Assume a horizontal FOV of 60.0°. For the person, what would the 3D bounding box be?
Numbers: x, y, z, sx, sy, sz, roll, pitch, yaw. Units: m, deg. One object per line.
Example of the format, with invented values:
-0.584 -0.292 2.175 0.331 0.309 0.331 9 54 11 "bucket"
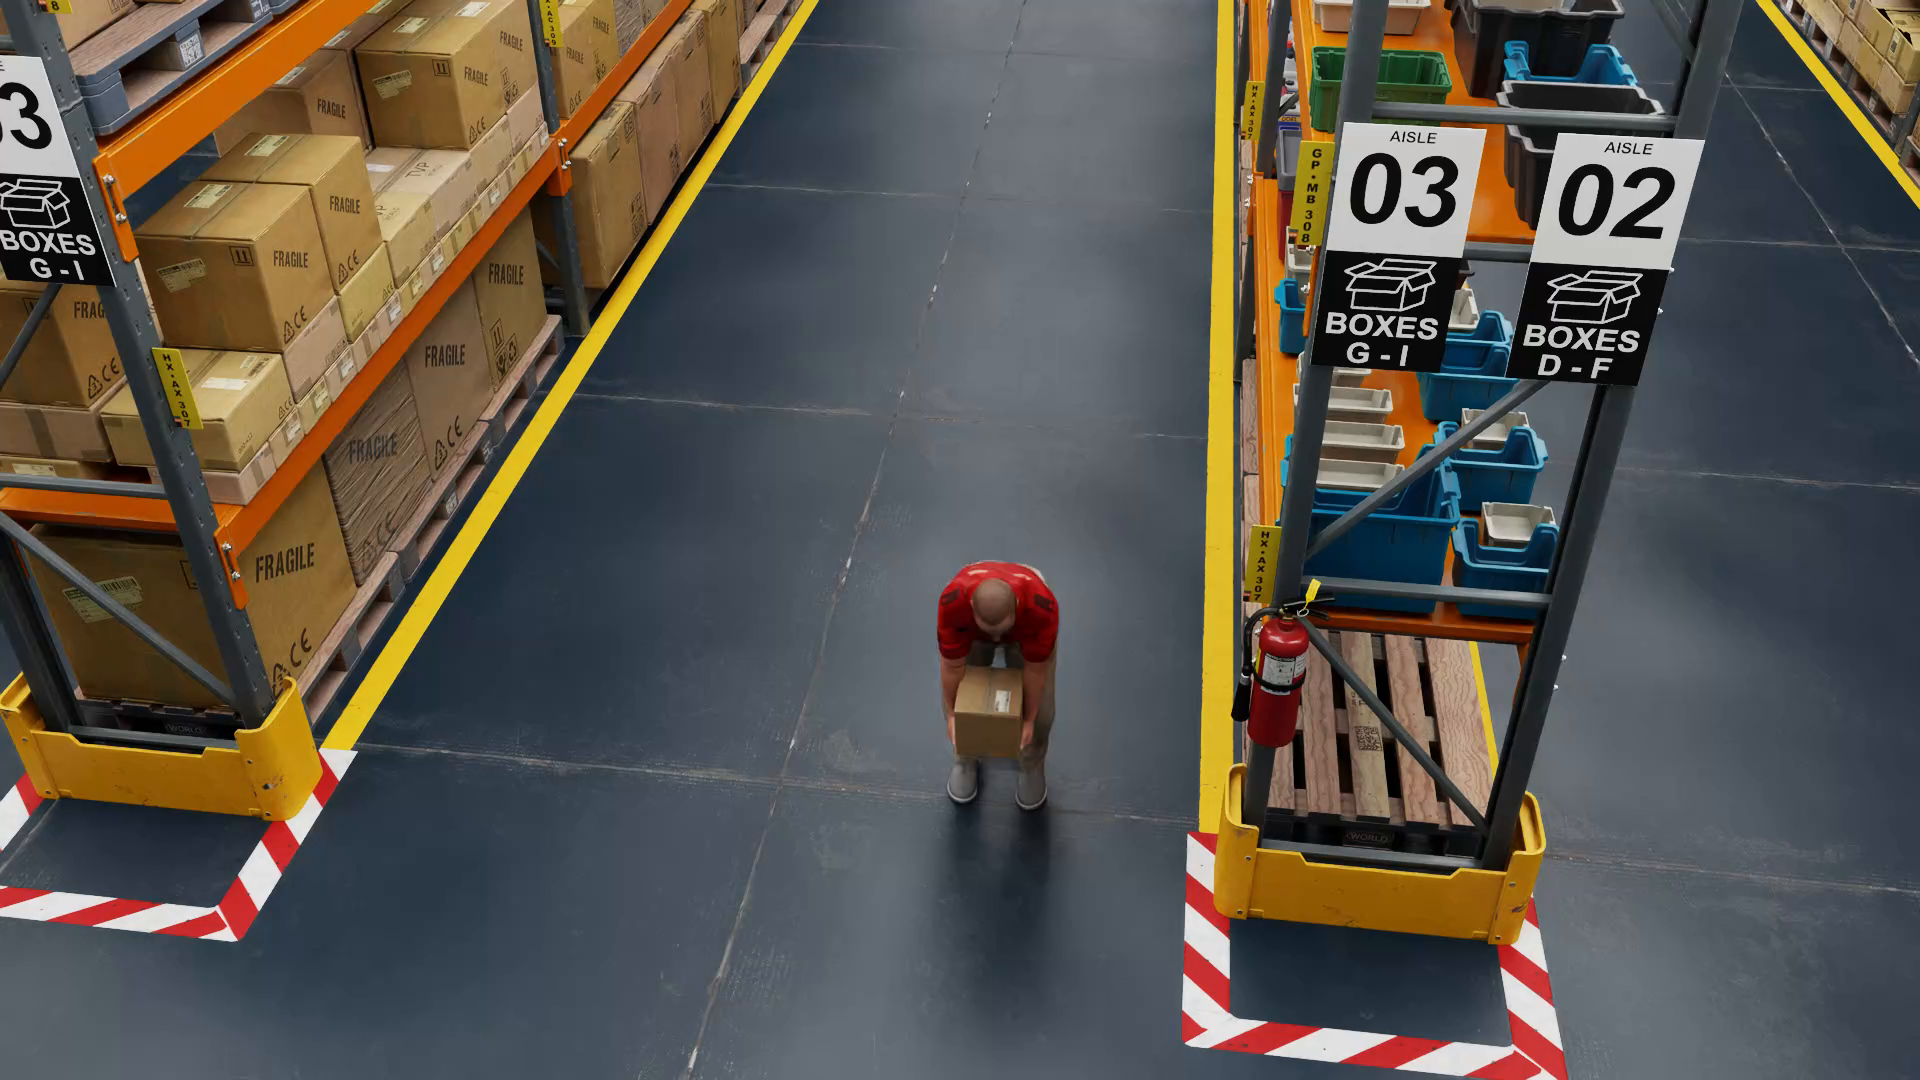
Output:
0.143 0.552 6.542 0.475 1.443 0.833 4 36 5 "person"
